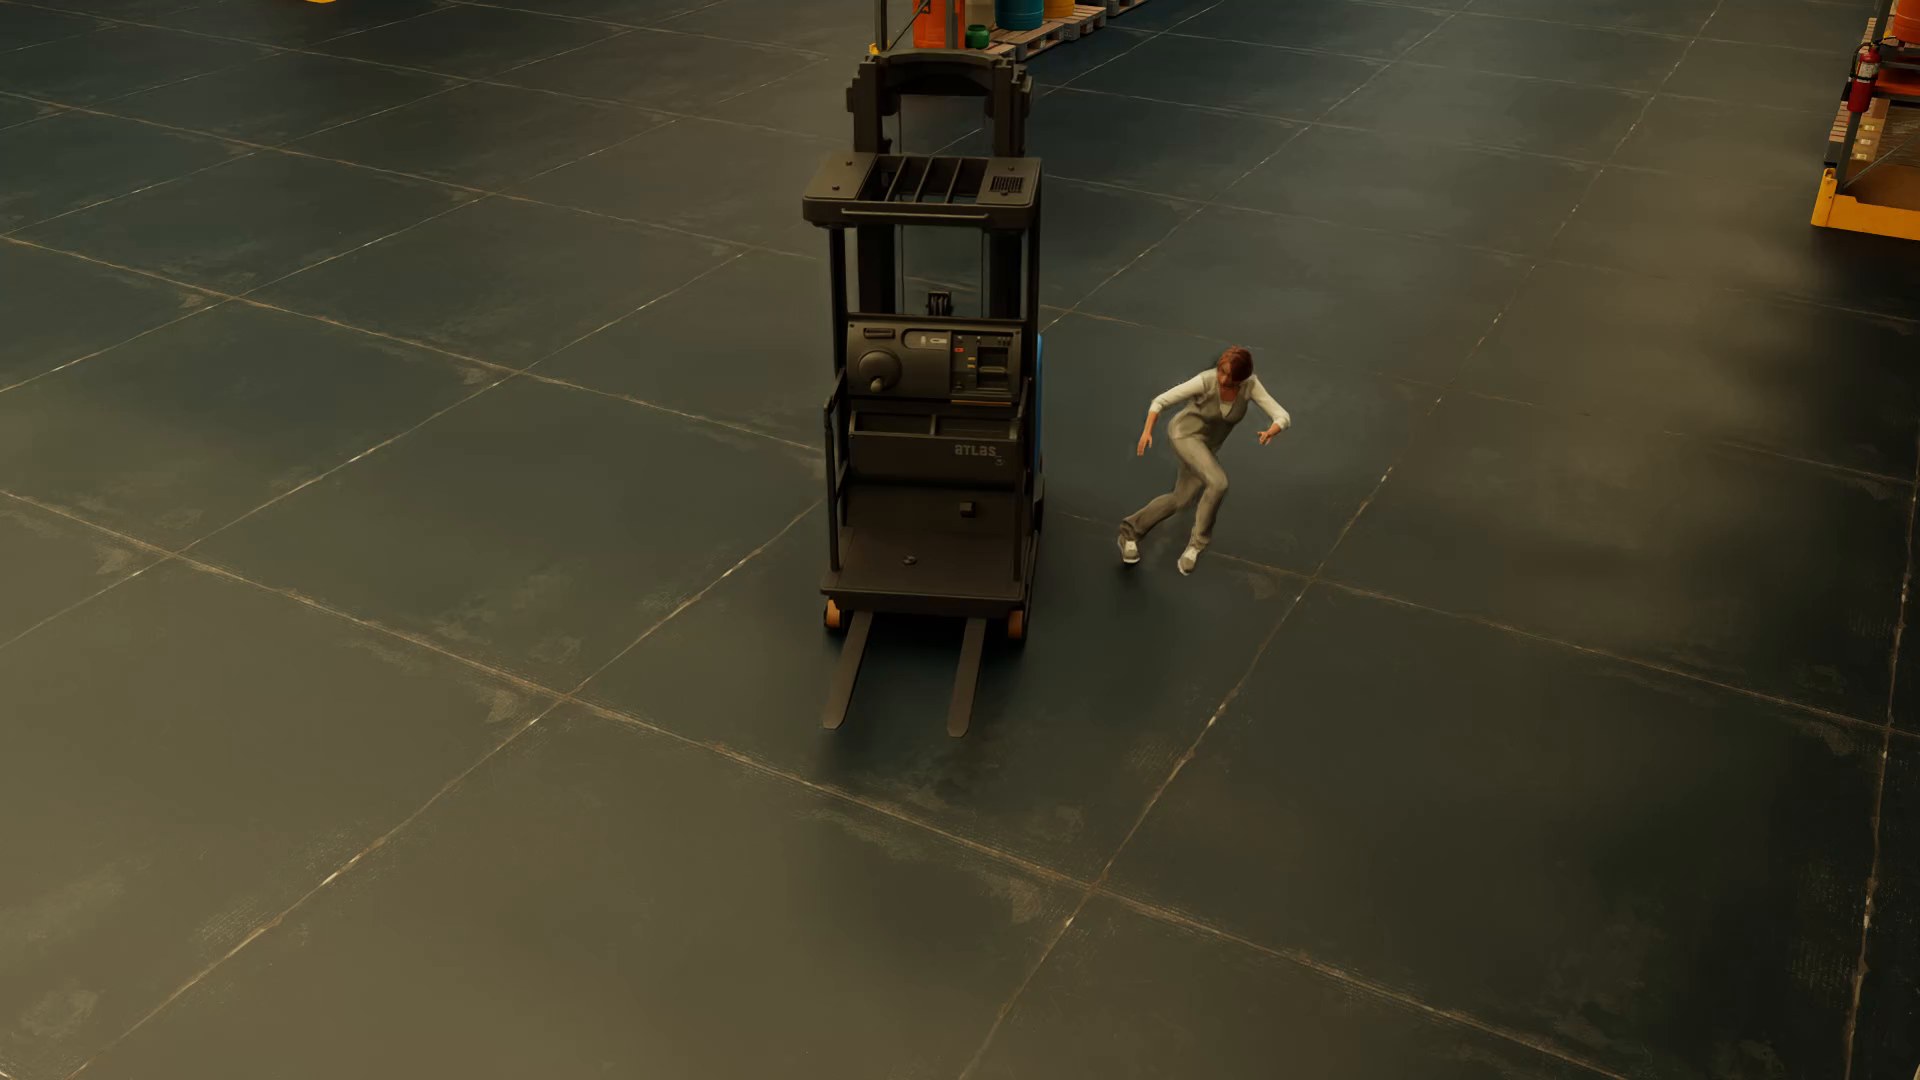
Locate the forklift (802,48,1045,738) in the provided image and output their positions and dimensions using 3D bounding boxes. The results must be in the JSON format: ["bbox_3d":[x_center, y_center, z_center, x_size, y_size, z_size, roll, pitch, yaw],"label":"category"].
[{"bbox_3d":[-0.158,-0.907,8.641,1.130,2.935,3.031,3,30,5],"label":"forklift"}]

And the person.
[{"bbox_3d":[1.369,-0.447,9.392,0.848,1.368,0.820,-13,32,-21],"label":"person"}]
